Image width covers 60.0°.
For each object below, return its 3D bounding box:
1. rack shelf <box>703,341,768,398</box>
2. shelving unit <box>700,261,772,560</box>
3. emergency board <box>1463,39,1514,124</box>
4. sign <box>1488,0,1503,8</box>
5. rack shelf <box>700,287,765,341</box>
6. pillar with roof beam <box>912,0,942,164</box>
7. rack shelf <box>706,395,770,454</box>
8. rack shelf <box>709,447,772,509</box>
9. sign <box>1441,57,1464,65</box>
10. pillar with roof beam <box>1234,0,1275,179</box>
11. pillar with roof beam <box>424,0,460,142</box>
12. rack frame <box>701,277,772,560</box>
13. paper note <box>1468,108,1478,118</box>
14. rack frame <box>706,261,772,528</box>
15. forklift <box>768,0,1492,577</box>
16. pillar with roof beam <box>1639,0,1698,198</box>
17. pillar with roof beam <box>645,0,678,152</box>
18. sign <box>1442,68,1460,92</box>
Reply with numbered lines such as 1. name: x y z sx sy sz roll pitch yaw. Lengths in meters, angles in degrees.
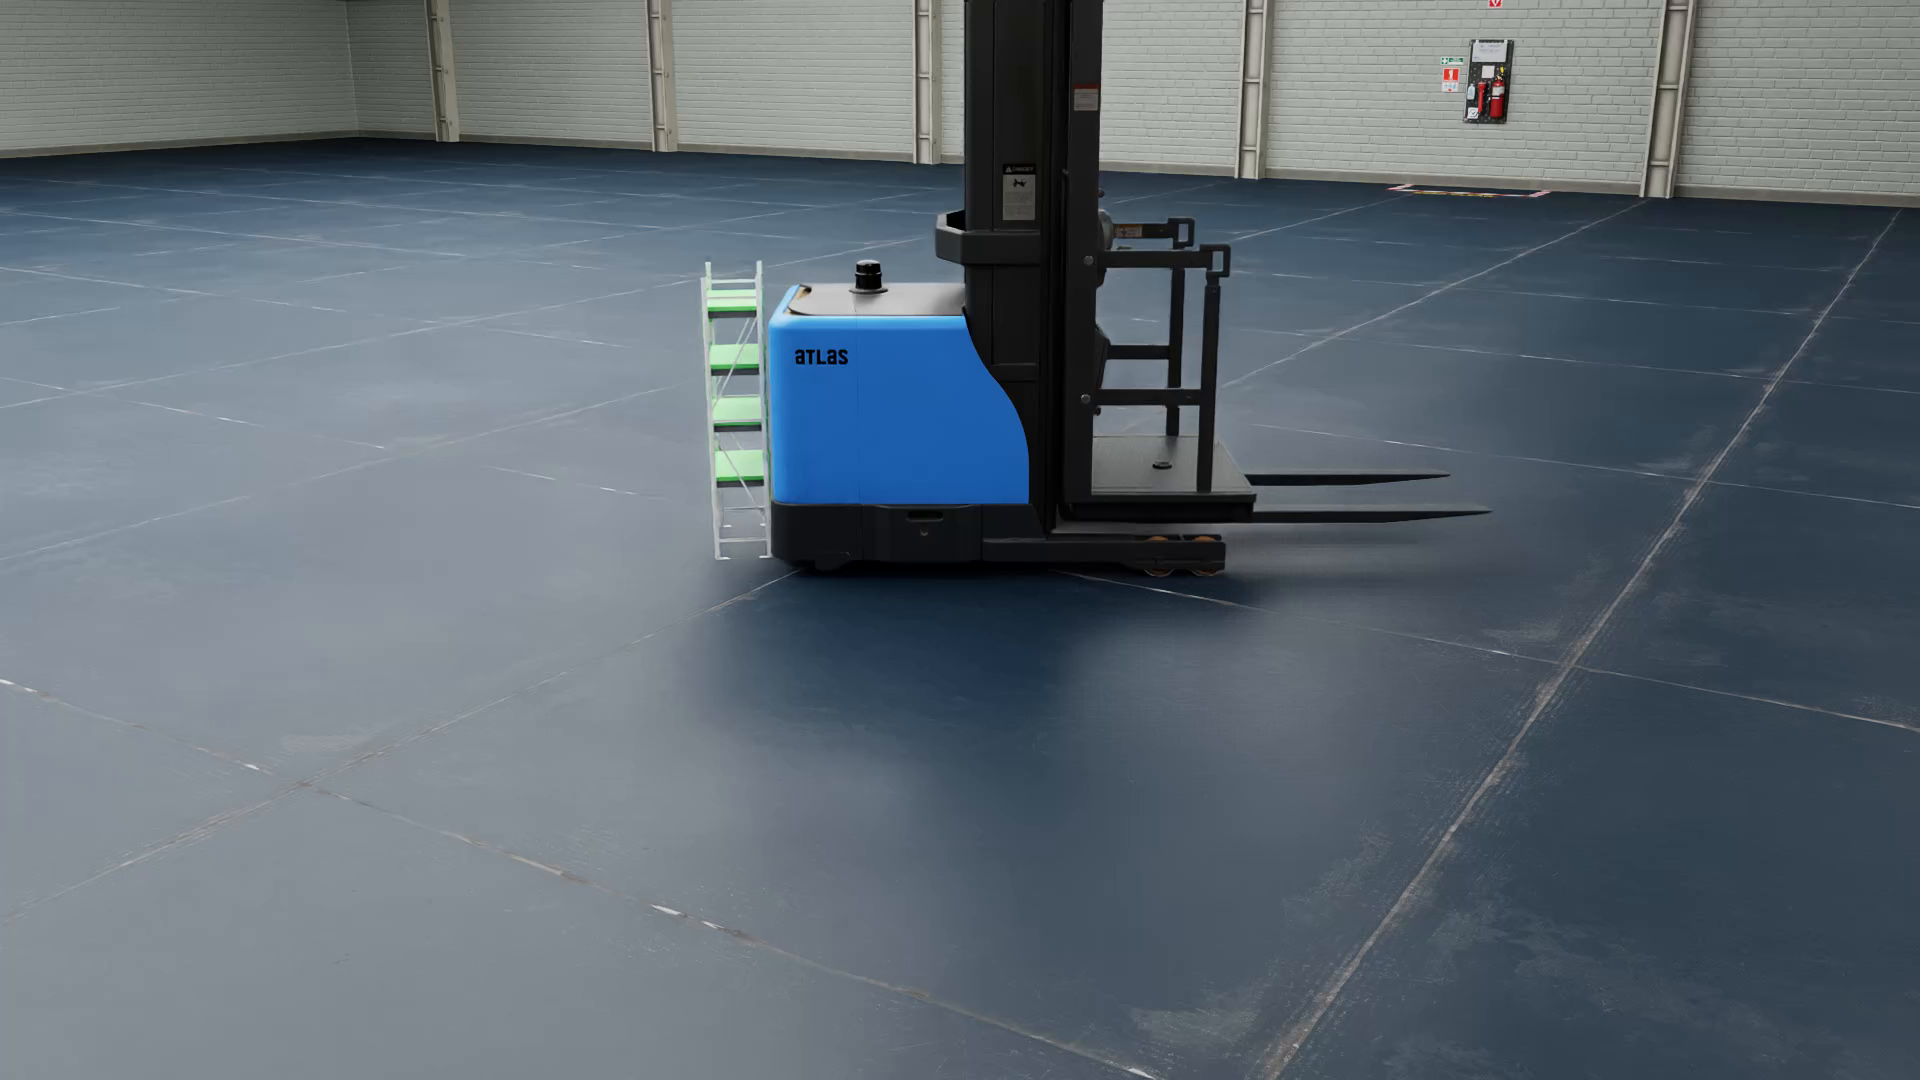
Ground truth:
1. rack shelf: -0.956 -0.734 7.122 0.258 0.148 0.480 -2 17 -6
2. shelving unit: -0.955 -0.565 7.174 0.258 1.200 0.503 -2 17 -6
3. emergency board: 7.571 -6.582 23.890 0.643 1.169 0.194 10 20 30
4. sign: 7.616 -7.717 23.638 0.199 0.298 0.001 10 20 30
5. rack shelf: -0.958 -0.963 7.052 0.258 0.148 0.480 -2 17 -6
6. pillar with roof beam: -2.822 -9.826 24.248 0.400 9.000 9.100 10 20 30
7. rack shelf: -0.954 -0.504 7.192 0.258 0.148 0.480 -2 17 -6
8. rack shelf: -0.953 -0.274 7.262 0.258 0.148 0.480 -2 17 -6
9. sign: 7.153 -6.960 24.159 0.331 0.109 0.001 10 20 30
10. pillar with roof beam: 2.291 -8.914 21.244 0.400 9.000 9.100 10 20 30
11. pillar with roof beam: -13.047 -11.652 30.257 0.400 9.000 9.100 10 20 30
12. rack frame: -0.929 -0.495 6.941 0.240 1.200 0.015 -2 17 -6
13. paper note: 7.456 -6.205 24.163 0.142 0.148 0.016 10 20 30
14. rack frame: -0.980 -0.636 7.406 0.240 1.200 0.015 -2 17 -6
15. forklift: 0.730 -1.403 6.957 3.031 2.935 1.130 0 17 0
16. pillar with roof beam: 7.404 -8.001 18.239 0.400 9.000 9.100 10 20 30
17. pillar with roof beam: -7.934 -10.739 27.253 0.400 9.000 9.100 10 20 30
18. sign: 7.154 -6.709 24.245 0.234 0.329 0.001 10 20 30
